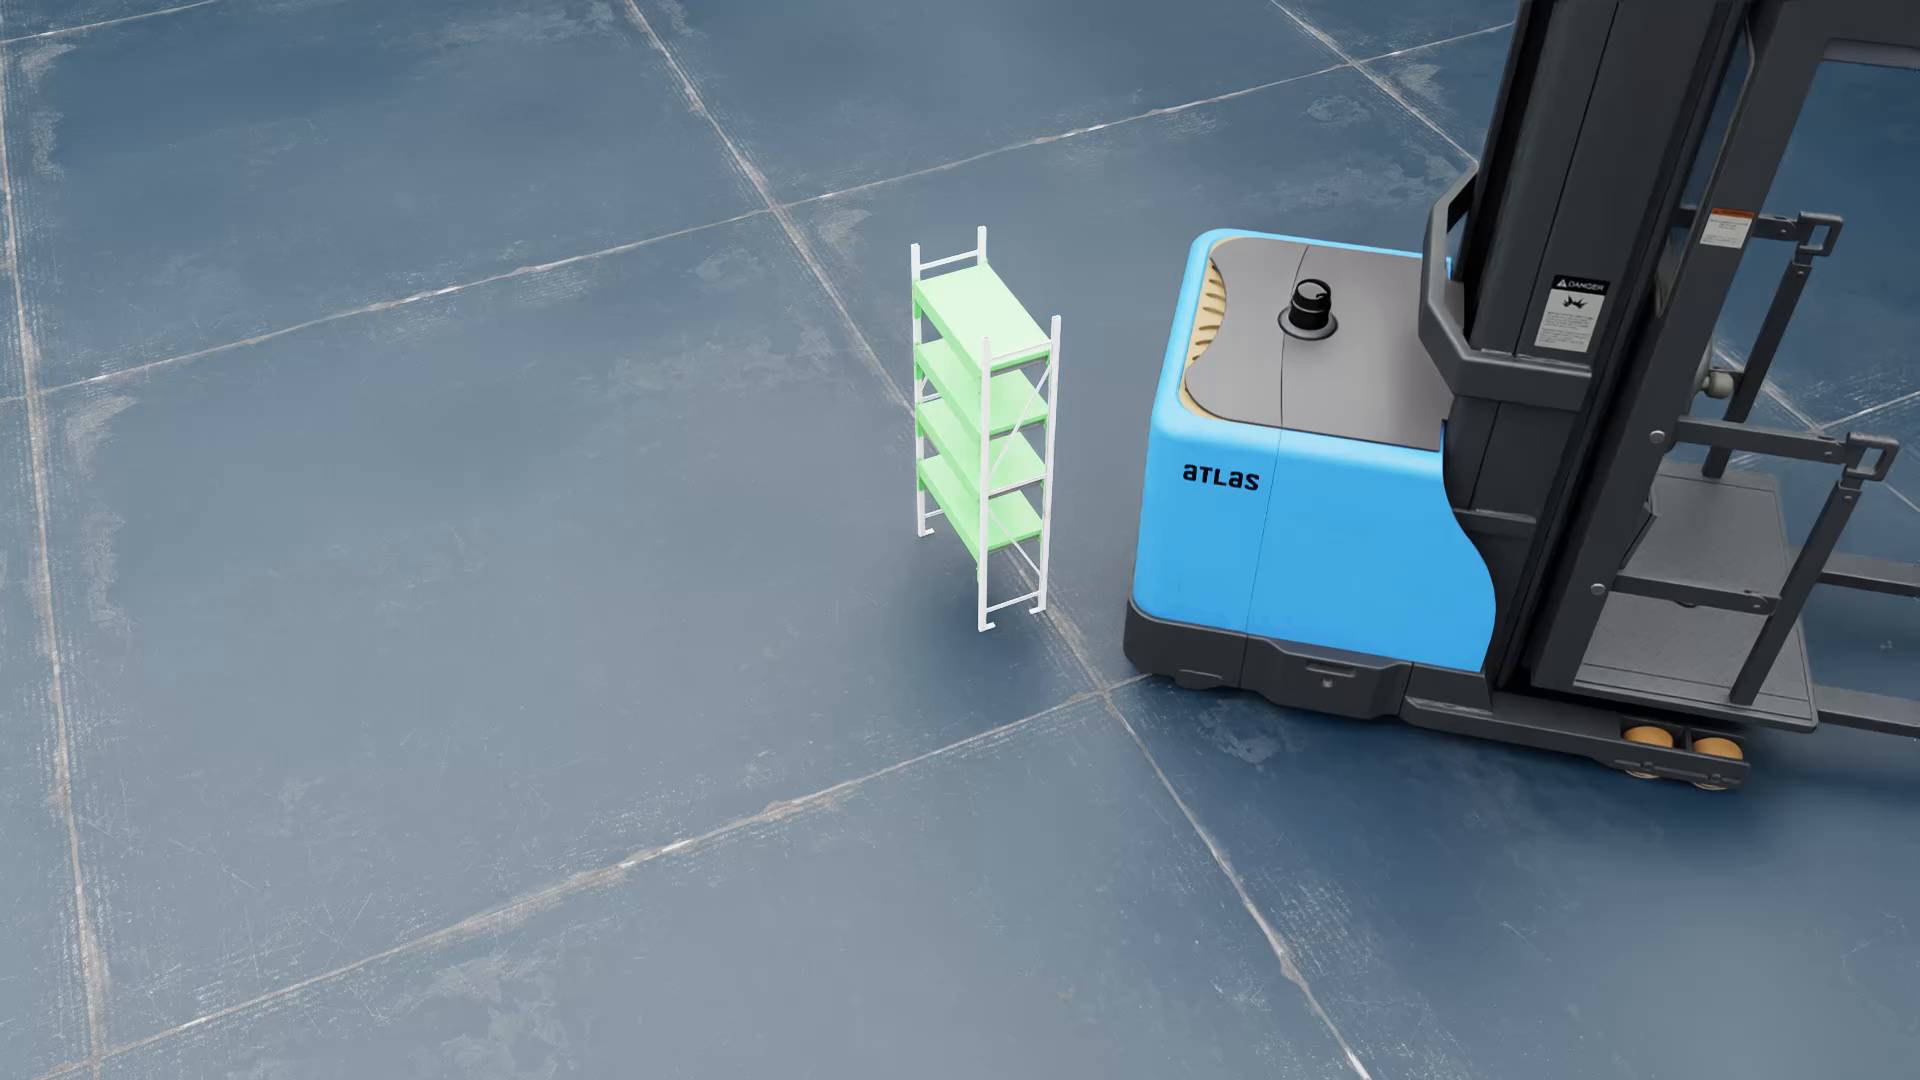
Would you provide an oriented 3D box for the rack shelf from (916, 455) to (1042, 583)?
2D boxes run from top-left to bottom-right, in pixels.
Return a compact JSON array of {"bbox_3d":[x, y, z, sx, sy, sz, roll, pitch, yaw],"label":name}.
[{"bbox_3d":[0.070,-0.105,5.435,0.258,0.148,0.480,-18,47,-17],"label":"rack shelf"}]

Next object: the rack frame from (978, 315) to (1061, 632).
[{"bbox_3d":[0.172,-0.166,5.064,0.240,1.200,0.015,-18,47,-17],"label":"rack frame"}]

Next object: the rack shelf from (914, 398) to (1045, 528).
[{"bbox_3d":[0.070,-0.276,5.267,0.258,0.148,0.480,-18,47,-17],"label":"rack shelf"}]

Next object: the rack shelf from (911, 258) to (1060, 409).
[{"bbox_3d":[0.070,-0.618,4.929,0.258,0.148,0.480,-18,47,-17],"label":"rack shelf"}]

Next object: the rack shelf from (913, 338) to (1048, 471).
[{"bbox_3d":[0.070,-0.447,5.098,0.258,0.148,0.480,-18,47,-17],"label":"rack shelf"}]

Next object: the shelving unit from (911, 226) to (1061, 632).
[{"bbox_3d":[0.070,-0.322,5.222,0.258,1.200,0.503,-18,47,-17],"label":"shelving unit"}]

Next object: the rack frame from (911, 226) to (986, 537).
[{"bbox_3d":[-0.033,-0.477,5.379,0.240,1.200,0.015,-18,47,-17],"label":"rack frame"}]

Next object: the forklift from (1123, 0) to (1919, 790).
[{"bbox_3d":[2.093,-0.706,4.379,3.031,2.935,1.130,9,45,9],"label":"forklift"}]
